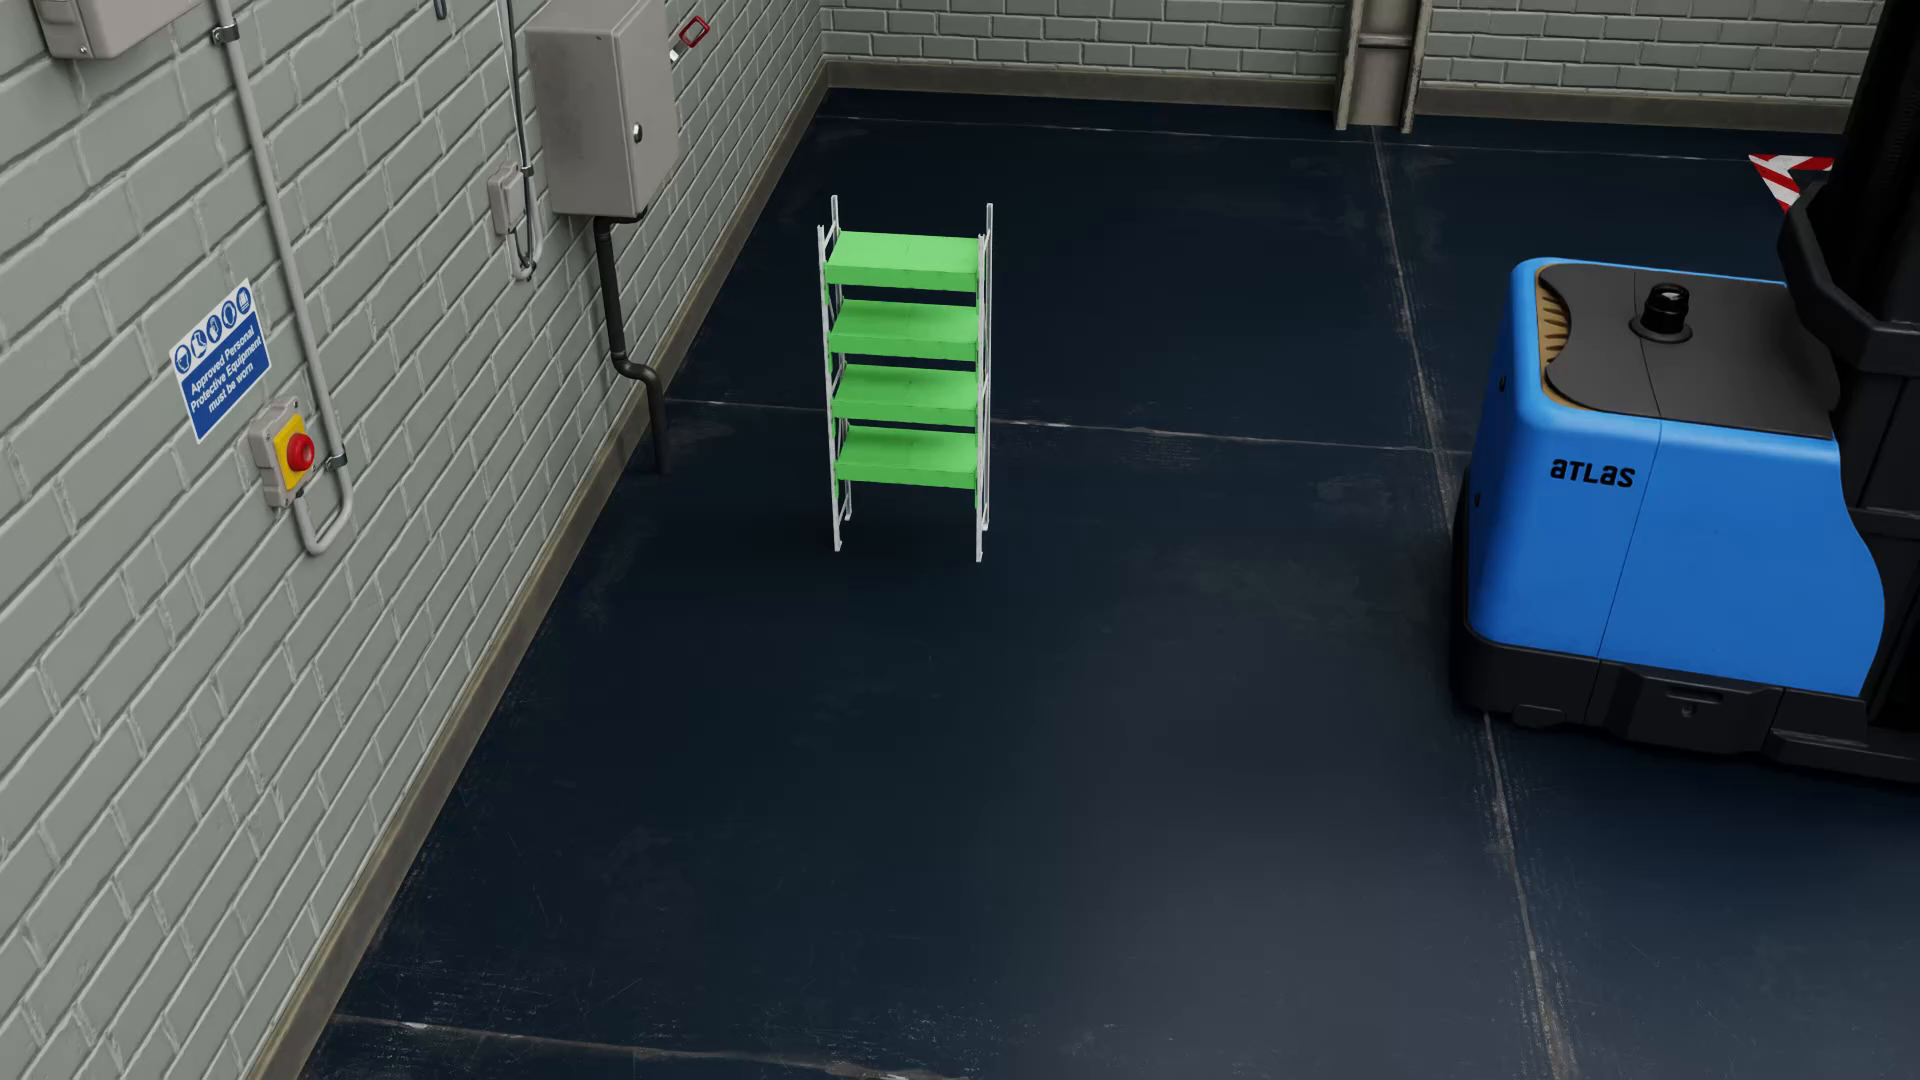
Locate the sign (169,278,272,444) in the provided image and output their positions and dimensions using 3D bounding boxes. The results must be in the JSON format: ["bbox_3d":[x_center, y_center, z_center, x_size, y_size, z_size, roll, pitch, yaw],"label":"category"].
[{"bbox_3d":[-1.534,-0.376,3.462,0.001,0.218,0.327,4,36,6],"label":"sign"}]

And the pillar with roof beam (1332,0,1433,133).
[{"bbox_3d":[1.649,-3.426,2.804,0.400,9.000,9.100,4,36,6],"label":"pillar with roof beam"}]

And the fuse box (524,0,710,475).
[{"bbox_3d":[-1.055,-0.964,5.628,0.414,1.711,0.539,4,36,6],"label":"fuse box"}]

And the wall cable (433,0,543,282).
[{"bbox_3d":[-1.298,-1.521,4.424,0.122,1.984,0.588,4,36,6],"label":"wall cable"}]

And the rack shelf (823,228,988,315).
[{"bbox_3d":[-0.164,-0.839,5.177,0.480,0.148,0.258,4,36,6],"label":"rack shelf"}]

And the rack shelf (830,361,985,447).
[{"bbox_3d":[-0.164,-0.449,5.456,0.480,0.148,0.258,4,36,6],"label":"rack shelf"}]

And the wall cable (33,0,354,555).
[{"bbox_3d":[-1.467,-0.715,3.269,0.123,1.953,0.585,4,36,6],"label":"wall cable"}]

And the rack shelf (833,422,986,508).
[{"bbox_3d":[-0.164,-0.253,5.595,0.480,0.148,0.258,4,36,6],"label":"rack shelf"}]

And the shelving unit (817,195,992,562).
[{"bbox_3d":[-0.164,-0.501,5.419,0.503,1.200,0.258,4,36,6],"label":"shelving unit"}]

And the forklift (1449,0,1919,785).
[{"bbox_3d":[3.051,-0.726,4.244,3.031,2.935,1.130,8,36,12],"label":"forklift"}]

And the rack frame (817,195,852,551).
[{"bbox_3d":[-0.406,-0.519,5.444,0.015,1.200,0.240,4,36,6],"label":"rack frame"}]

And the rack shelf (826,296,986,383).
[{"bbox_3d":[-0.164,-0.644,5.316,0.480,0.148,0.258,4,36,6],"label":"rack shelf"}]

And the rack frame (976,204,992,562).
[{"bbox_3d":[0.078,-0.483,5.393,0.015,1.200,0.240,4,36,6],"label":"rack frame"}]
